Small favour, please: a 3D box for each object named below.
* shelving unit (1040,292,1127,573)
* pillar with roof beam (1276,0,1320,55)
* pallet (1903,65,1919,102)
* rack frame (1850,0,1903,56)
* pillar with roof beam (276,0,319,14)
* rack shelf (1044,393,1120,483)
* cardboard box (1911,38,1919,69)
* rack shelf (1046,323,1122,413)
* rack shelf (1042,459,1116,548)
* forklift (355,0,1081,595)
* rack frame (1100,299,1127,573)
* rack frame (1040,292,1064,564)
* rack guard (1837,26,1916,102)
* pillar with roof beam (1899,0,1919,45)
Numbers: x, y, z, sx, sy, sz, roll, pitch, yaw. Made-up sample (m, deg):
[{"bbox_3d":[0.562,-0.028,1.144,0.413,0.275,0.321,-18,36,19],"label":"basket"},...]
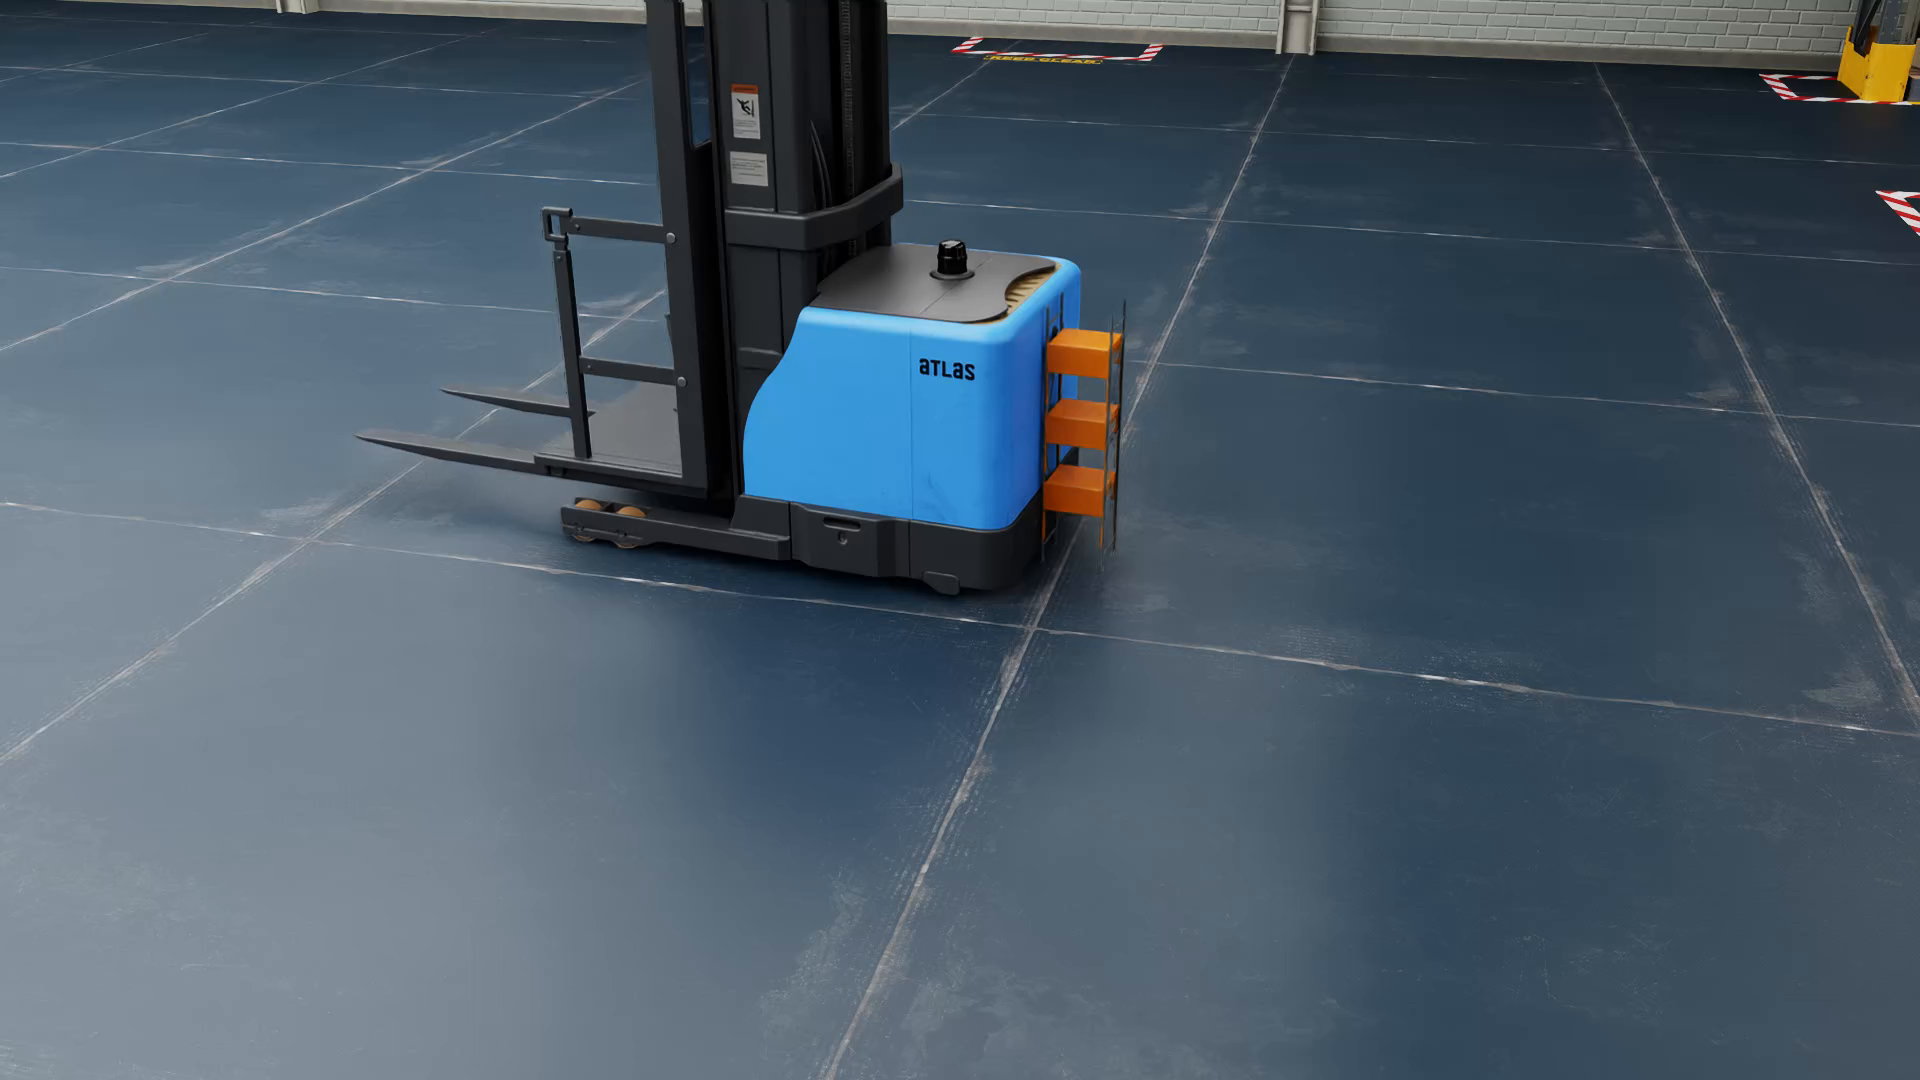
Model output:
[{"bbox_3d":[0.470,-0.403,6.376,0.252,1.050,0.215,9,27,18],"label":"shelving unit"},{"bbox_3d":[2.482,-7.437,11.903,0.400,9.000,9.100,6,26,13],"label":"pillar with roof beam"},{"bbox_3d":[9.323,-4.225,15.378,1.213,0.211,1.003,6,26,13],"label":"pallet"},{"bbox_3d":[8.471,-5.593,15.009,0.127,3.000,1.000,6,26,13],"label":"rack frame"},{"bbox_3d":[-9.140,-8.722,14.602,0.400,9.000,9.100,6,26,13],"label":"pillar with roof beam"},{"bbox_3d":[0.470,-0.394,6.380,0.240,0.259,0.215,9,27,18],"label":"rack shelf"},{"bbox_3d":[9.119,-4.467,15.258,0.500,0.311,0.500,3,26,7],"label":"cardboard box"},{"bbox_3d":[0.470,-0.650,6.258,0.240,0.259,0.215,9,27,18],"label":"rack shelf"},{"bbox_3d":[0.470,-0.143,6.500,0.240,0.259,0.215,9,27,18],"label":"rack shelf"},{"bbox_3d":[-1.080,-1.490,6.470,3.031,2.935,1.130,9,27,18],"label":"forklift"},{"bbox_3d":[0.584,-0.386,6.338,0.008,1.050,0.200,9,27,18],"label":"rack frame"},{"bbox_3d":[0.355,-0.421,6.413,0.008,1.050,0.200,9,27,18],"label":"rack frame"},{"bbox_3d":[8.545,-4.457,15.529,0.348,0.500,1.175,6,26,13],"label":"rack guard"},{"bbox_3d":[8.293,-6.795,10.554,0.400,9.000,9.100,6,26,13],"label":"pillar with roof beam"}]
